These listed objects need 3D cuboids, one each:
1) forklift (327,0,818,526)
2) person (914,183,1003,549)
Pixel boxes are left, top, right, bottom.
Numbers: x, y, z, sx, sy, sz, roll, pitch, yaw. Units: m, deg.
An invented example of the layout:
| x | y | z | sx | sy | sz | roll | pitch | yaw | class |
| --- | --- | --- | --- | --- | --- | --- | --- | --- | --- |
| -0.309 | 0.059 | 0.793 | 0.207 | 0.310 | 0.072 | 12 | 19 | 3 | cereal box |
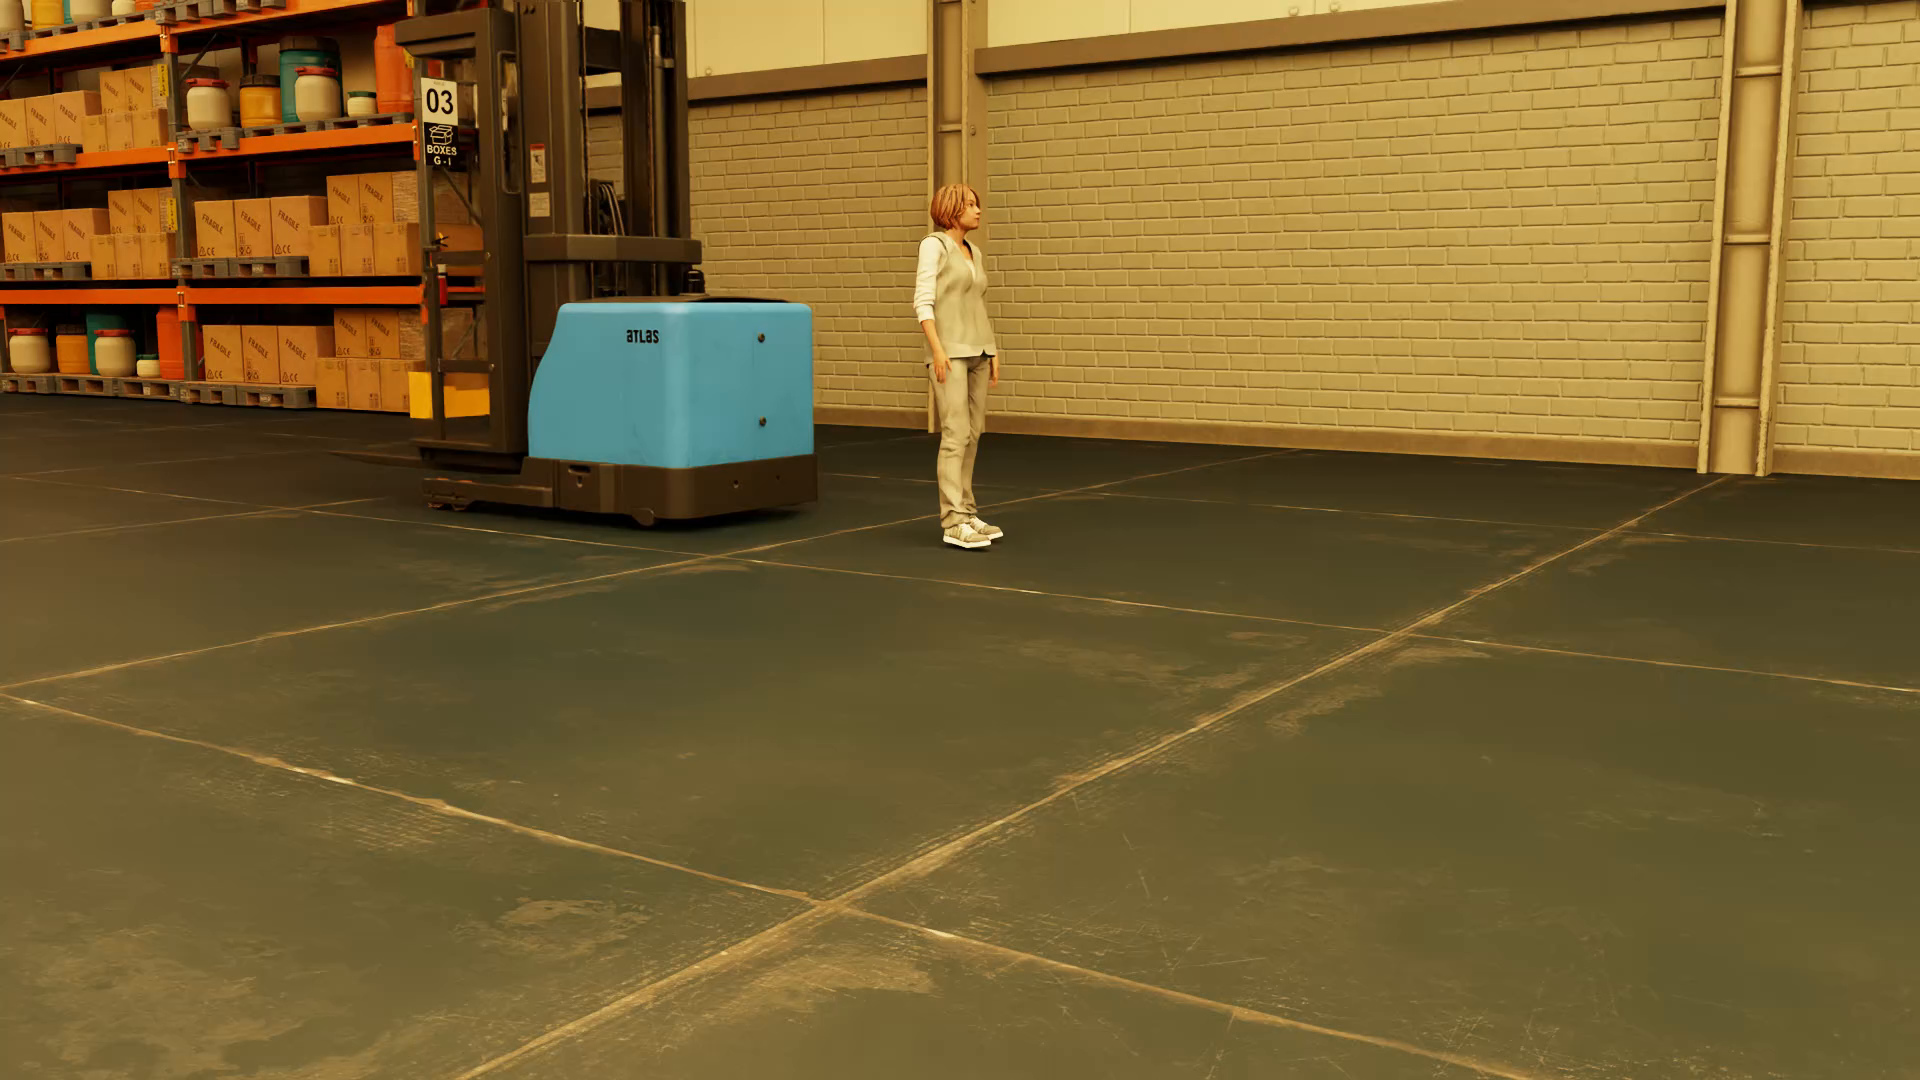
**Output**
| x | y | z | sx | sy | sz | roll | pitch | yaw | class |
| --- | --- | --- | --- | --- | --- | --- | --- | --- | --- |
| -2.227 | -1.653 | 8.819 | 3.031 | 2.935 | 1.130 | 6 | 10 | 35 | forklift |
| 0.053 | -0.790 | 7.438 | 0.475 | 1.596 | 0.521 | 5 | 10 | 34 | person |
